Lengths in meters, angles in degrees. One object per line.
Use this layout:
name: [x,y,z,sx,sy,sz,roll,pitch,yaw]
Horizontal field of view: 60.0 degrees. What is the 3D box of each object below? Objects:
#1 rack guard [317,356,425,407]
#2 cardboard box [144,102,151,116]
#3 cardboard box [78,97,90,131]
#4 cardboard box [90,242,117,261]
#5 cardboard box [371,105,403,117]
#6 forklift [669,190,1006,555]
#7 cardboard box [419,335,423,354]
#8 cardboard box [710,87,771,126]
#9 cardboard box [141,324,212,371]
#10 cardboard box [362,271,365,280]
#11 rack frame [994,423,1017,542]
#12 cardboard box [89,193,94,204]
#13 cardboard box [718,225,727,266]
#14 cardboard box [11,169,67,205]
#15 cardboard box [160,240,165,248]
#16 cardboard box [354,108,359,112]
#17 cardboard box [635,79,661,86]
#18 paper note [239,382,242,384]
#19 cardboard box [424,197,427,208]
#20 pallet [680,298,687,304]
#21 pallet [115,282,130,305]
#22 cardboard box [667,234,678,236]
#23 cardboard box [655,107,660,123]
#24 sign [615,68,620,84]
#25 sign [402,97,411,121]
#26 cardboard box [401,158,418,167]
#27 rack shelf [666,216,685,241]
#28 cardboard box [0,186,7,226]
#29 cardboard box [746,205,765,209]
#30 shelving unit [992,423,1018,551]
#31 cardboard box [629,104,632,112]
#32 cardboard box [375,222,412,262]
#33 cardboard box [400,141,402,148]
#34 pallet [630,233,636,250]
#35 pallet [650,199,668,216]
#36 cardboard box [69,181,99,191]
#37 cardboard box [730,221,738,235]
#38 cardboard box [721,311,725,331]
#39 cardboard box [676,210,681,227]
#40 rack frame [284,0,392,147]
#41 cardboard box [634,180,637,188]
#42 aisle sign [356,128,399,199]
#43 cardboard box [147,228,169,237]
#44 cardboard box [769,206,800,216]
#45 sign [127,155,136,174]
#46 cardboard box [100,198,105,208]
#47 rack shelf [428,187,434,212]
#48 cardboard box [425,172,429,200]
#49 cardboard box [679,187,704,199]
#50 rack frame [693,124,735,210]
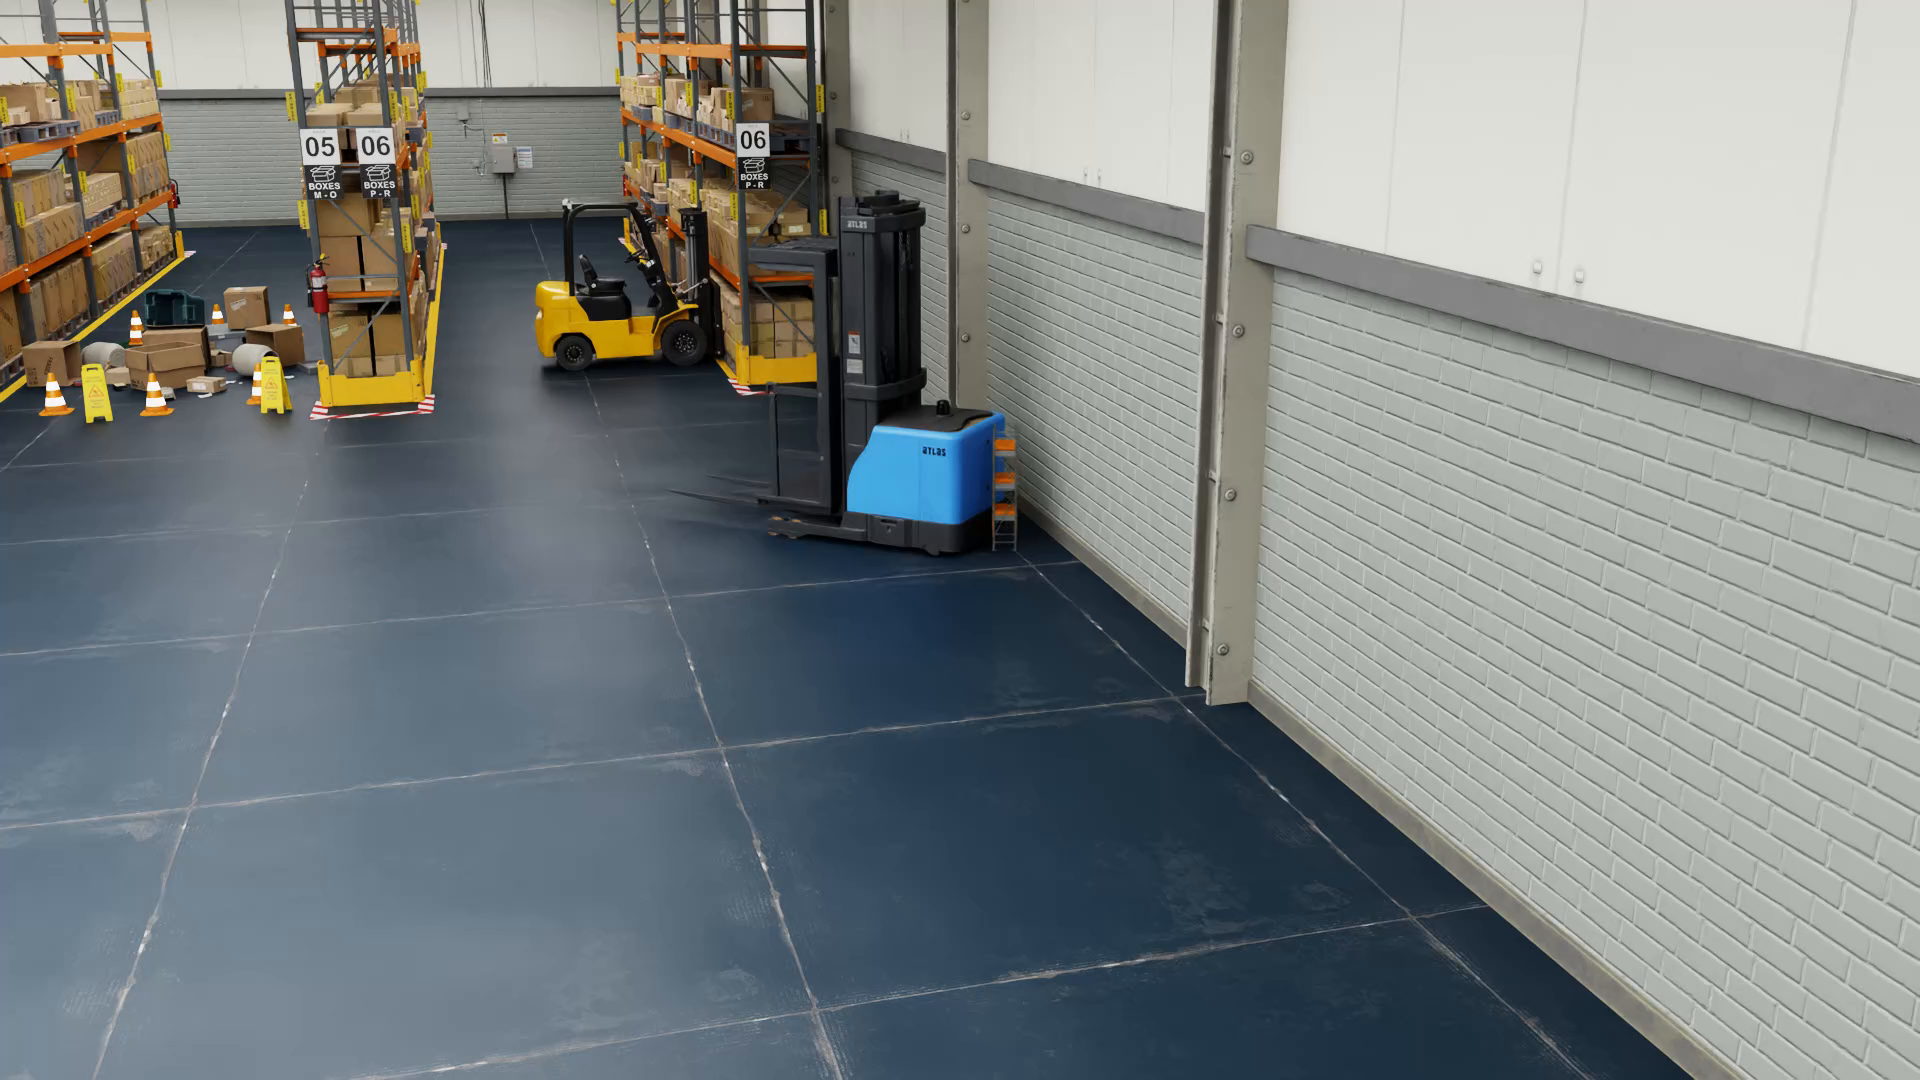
rack guard: [-7.047,-1.908,19.935,1.175,0.500,0.348,-5,17,-15]
cardboard box: [-15.505,-8.072,31.156,0.500,0.250,0.500,-4,17,-13]
cardboard box: [-14.002,-6.679,26.085,0.500,0.500,0.500,-5,17,-15]
cardboard box: [-14.176,-4.729,27.293,0.500,0.250,0.500,-5,17,-15]
cardboard box: [-7.501,-5.612,21.758,0.380,0.149,0.250,-4,17,-14]
forklift: [-1.152,-1.543,14.494,3.031,2.935,1.130,8,18,24]
cardboard box: [-7.277,-2.505,21.628,0.500,0.250,0.500,-4,17,-12]
cardboard box: [-2.920,-5.772,22.156,0.797,0.503,0.637,-4,17,-13]
cardboard box: [-10.208,-2.497,21.656,0.797,0.637,0.503,-5,17,-15]
cardboard box: [-7.596,-3.335,20.778,0.380,0.149,0.250,-4,17,-14]
rack frame: [0.386,-0.483,14.236,0.200,1.050,0.008,0,17,2]
cardboard box: [-14.119,-5.469,26.634,0.380,0.149,0.250,-5,17,-15]
cardboard box: [-2.917,-3.927,22.137,0.500,0.500,0.500,-5,17,-16]
cardboard box: [-13.843,-5.280,24.903,0.700,0.500,0.500,-5,17,-16]
cardboard box: [-15.437,-5.660,31.788,0.380,0.149,0.250,-4,17,-14]
cardboard box: [-8.426,-5.907,23.219,0.500,0.250,0.500,-5,17,-16]
cardboard box: [-5.923,-8.664,31.743,0.500,0.250,0.500,-5,17,-15]
paper note: [-9.109,-1.990,21.059,0.032,0.001,0.123,-5,17,-15]
cardboard box: [-9.820,-6.087,29.762,0.500,0.250,0.500,-5,17,-16]
pallet: [-3.933,-3.788,26.694,1.003,0.211,1.213,-5,17,-15]
pallet: [-14.502,-4.095,27.719,1.003,0.211,1.213,-5,17,-15]
cardboard box: [-4.996,-5.348,29.529,0.380,0.149,0.250,-4,17,-14]
cardboard box: [-4.967,-7.317,28.644,0.500,0.250,0.500,-5,17,-15]
sign: [-7.174,-9.716,34.849,0.100,0.325,0.005,-5,17,-15]
sign: [-7.606,-5.920,22.833,0.100,0.325,0.005,-5,17,-15]
cardboard box: [-9.125,-5.980,27.233,0.500,0.500,0.500,-5,18,-17]
rack shelf: [-3.904,-4.793,26.444,1.077,0.370,4.000,-5,17,-15]
cardboard box: [-12.789,-4.256,21.268,0.875,0.550,0.550,-5,17,-15]
cardboard box: [-2.749,-4.272,21.641,0.380,0.149,0.250,-5,17,-15]
shelving unit: [0.383,-0.448,14.119,0.215,1.050,0.252,0,17,2]
cardboard box: [-6.387,-8.613,33.134,0.380,0.149,0.250,-4,17,-14]
cardboard box: [-7.177,-3.711,20.903,0.500,0.500,0.500,-5,17,-16]
cardboard box: [-7.477,-5.158,21.632,0.380,0.149,0.250,-4,17,-14]
pallet: [-6.411,-6.326,35.147,1.003,0.211,1.213,-5,17,-15]
pallet: [-4.707,-5.781,28.816,1.213,0.211,1.003,-5,17,-15]
cardboard box: [-14.260,-5.750,27.053,0.380,0.149,0.250,-4,17,-14]
cardboard box: [-2.718,-3.978,21.181,0.380,0.149,0.250,-4,17,-14]
cardboard box: [-2.979,-2.992,22.380,0.500,0.250,0.500,-5,17,-17]
cardboard box: [-4.285,-5.195,26.794,0.500,0.250,0.500,-5,18,-17]
rack frame: [-7.026,-5.957,18.643,1.000,3.000,0.127,-5,17,-15]
cardboard box: [-6.427,-7.239,33.774,0.380,0.149,0.250,-4,17,-14]
aisle sign: [-6.711,-4.337,19.156,0.394,0.787,0.004,-5,17,-15]
cardboard box: [-15.559,-5.949,32.235,0.380,0.149,0.250,-5,17,-16]
cardboard box: [-2.267,-4.236,21.520,0.380,0.149,0.250,-4,17,-14]
sign: [-14.523,-6.584,29.143,0.100,0.325,0.005,-5,17,-15]
cardboard box: [-14.322,-5.537,27.378,0.380,0.149,0.250,-5,18,-17]
rack shelf: [-10.874,-6.612,32.501,1.077,0.370,4.000,-5,17,-15]
cardboard box: [-10.201,-6.602,31.043,0.500,0.500,0.500,-4,17,-13]
cardboard box: [-4.189,-5.438,26.040,0.380,0.149,0.250,-5,17,-17]
rack frame: [-3.354,-4.584,24.499,1.000,3.000,0.127,-5,17,-15]
